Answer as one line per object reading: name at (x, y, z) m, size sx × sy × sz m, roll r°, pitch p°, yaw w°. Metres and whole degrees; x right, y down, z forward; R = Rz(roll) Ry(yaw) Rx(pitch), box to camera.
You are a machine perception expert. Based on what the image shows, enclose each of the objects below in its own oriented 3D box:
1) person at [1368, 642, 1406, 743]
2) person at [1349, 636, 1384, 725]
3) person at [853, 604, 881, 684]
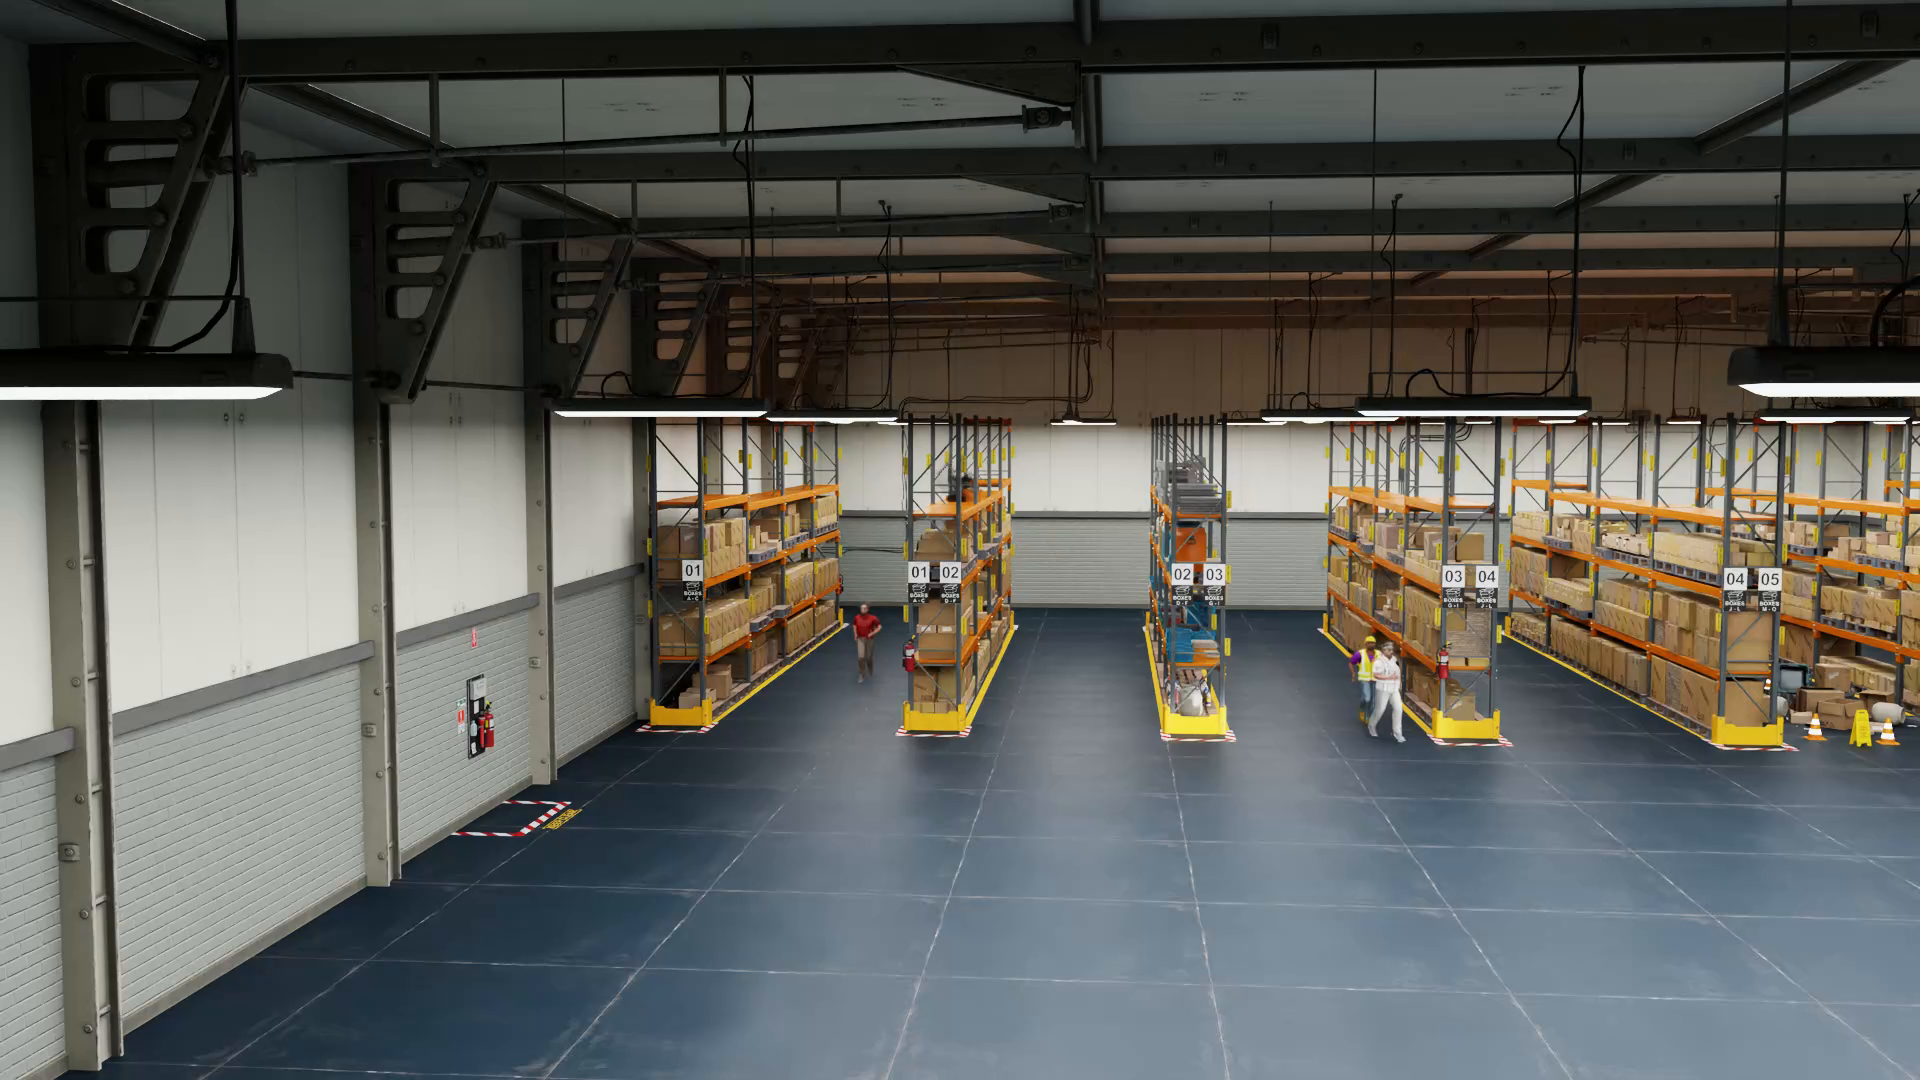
person at (7.830, 2.771, 30.567) m, size 0.671 × 1.830 × 0.870 m, roll -2°, pitch 4°, yaw -23°
person at (7.863, 2.705, 31.922) m, size 0.690 × 1.720 × 0.597 m, roll 0°, pitch 4°, yaw 0°
person at (-2.104, 2.332, 37.636) m, size 0.675 × 1.788 × 0.775 m, roll 1°, pitch 4°, yaw 8°
